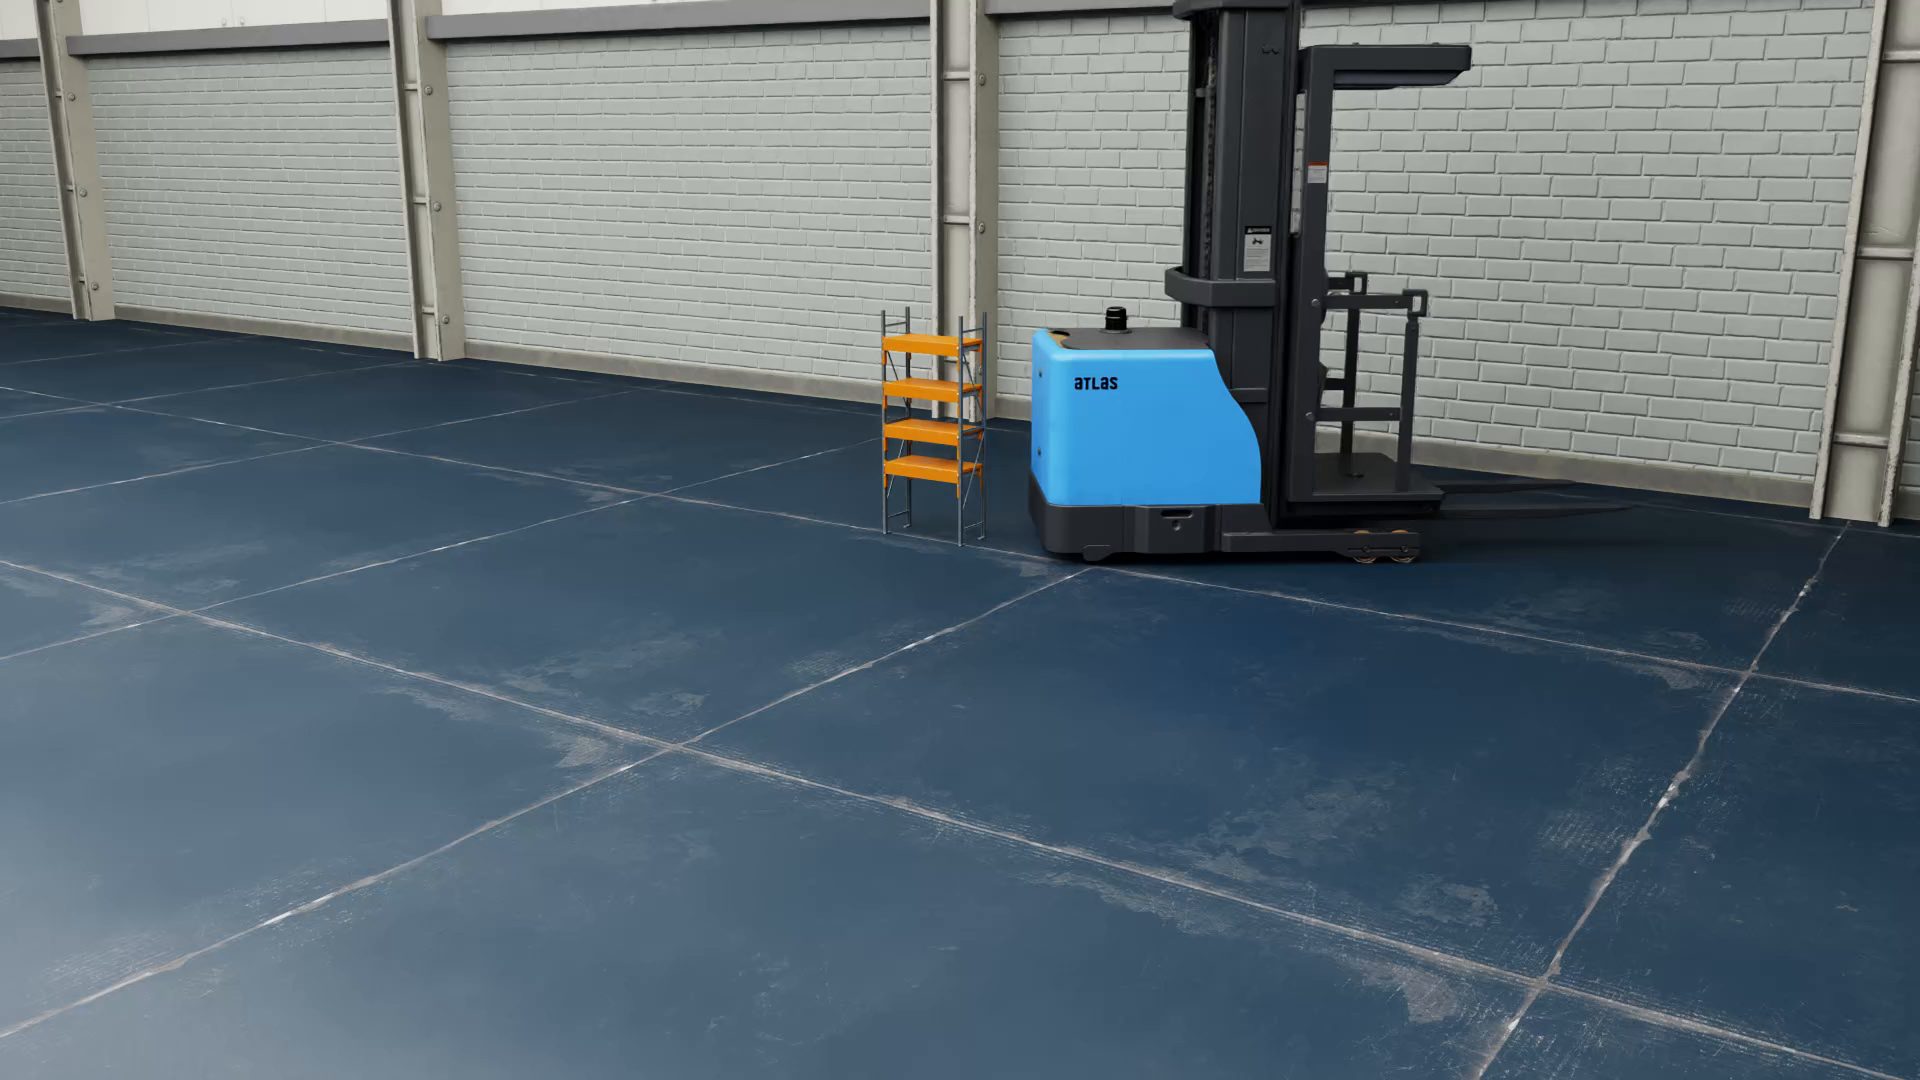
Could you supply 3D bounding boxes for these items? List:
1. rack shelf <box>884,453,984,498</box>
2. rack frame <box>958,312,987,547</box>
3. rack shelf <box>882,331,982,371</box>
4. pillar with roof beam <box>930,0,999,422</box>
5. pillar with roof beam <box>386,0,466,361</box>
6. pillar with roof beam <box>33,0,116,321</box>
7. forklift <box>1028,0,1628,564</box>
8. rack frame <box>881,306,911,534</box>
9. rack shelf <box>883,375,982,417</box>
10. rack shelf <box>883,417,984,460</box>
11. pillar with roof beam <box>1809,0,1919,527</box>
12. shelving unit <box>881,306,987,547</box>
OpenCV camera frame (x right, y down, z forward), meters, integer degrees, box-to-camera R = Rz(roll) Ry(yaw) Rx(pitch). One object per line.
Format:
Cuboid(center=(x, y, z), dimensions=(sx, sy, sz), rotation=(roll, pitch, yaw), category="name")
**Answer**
Cuboid(center=(-0.137, -0.347, 8.833), dimensions=(0.480, 0.148, 0.258), rotation=(9, 17, 33), category="rack shelf")
Cuboid(center=(0.065, -0.572, 8.636), dimensions=(0.015, 1.200, 0.240), rotation=(9, 17, 33), category="rack frame")
Cuboid(center=(-0.137, -0.986, 8.674), dimensions=(0.480, 0.148, 0.258), rotation=(9, 17, 33), category="rack shelf")
Cuboid(center=(-2.369, -4.443, 8.042), dimensions=(0.400, 9.000, 9.100), rotation=(9, 17, 33), category="pillar with roof beam")
Cuboid(center=(-7.348, -5.247, 11.293), dimensions=(0.400, 9.000, 9.100), rotation=(9, 17, 33), category="pillar with roof beam")
Cuboid(center=(-12.326, -6.052, 14.543), dimensions=(0.400, 9.000, 9.100), rotation=(9, 17, 33), category="pillar with roof beam")
Cuboid(center=(1.914, -1.431, 8.505), dimensions=(3.031, 2.935, 1.130), rotation=(-1, 14, -3), category="forklift")
Cuboid(center=(-0.340, -0.637, 8.901), dimensions=(0.015, 1.200, 0.240), rotation=(9, 17, 33), category="rack frame")
Cuboid(center=(-0.137, -0.756, 8.731), dimensions=(0.480, 0.148, 0.258), rotation=(9, 17, 33), category="rack shelf")
Cuboid(center=(-0.137, -0.539, 8.785), dimensions=(0.480, 0.148, 0.258), rotation=(9, 17, 33), category="rack shelf")
Cuboid(center=(2.609, -3.638, 4.792), dimensions=(0.400, 9.000, 9.100), rotation=(9, 17, 33), category="pillar with roof beam")
Cuboid(center=(-0.137, -0.605, 8.769), dimensions=(0.503, 1.200, 0.258), rotation=(9, 17, 33), category="shelving unit")
